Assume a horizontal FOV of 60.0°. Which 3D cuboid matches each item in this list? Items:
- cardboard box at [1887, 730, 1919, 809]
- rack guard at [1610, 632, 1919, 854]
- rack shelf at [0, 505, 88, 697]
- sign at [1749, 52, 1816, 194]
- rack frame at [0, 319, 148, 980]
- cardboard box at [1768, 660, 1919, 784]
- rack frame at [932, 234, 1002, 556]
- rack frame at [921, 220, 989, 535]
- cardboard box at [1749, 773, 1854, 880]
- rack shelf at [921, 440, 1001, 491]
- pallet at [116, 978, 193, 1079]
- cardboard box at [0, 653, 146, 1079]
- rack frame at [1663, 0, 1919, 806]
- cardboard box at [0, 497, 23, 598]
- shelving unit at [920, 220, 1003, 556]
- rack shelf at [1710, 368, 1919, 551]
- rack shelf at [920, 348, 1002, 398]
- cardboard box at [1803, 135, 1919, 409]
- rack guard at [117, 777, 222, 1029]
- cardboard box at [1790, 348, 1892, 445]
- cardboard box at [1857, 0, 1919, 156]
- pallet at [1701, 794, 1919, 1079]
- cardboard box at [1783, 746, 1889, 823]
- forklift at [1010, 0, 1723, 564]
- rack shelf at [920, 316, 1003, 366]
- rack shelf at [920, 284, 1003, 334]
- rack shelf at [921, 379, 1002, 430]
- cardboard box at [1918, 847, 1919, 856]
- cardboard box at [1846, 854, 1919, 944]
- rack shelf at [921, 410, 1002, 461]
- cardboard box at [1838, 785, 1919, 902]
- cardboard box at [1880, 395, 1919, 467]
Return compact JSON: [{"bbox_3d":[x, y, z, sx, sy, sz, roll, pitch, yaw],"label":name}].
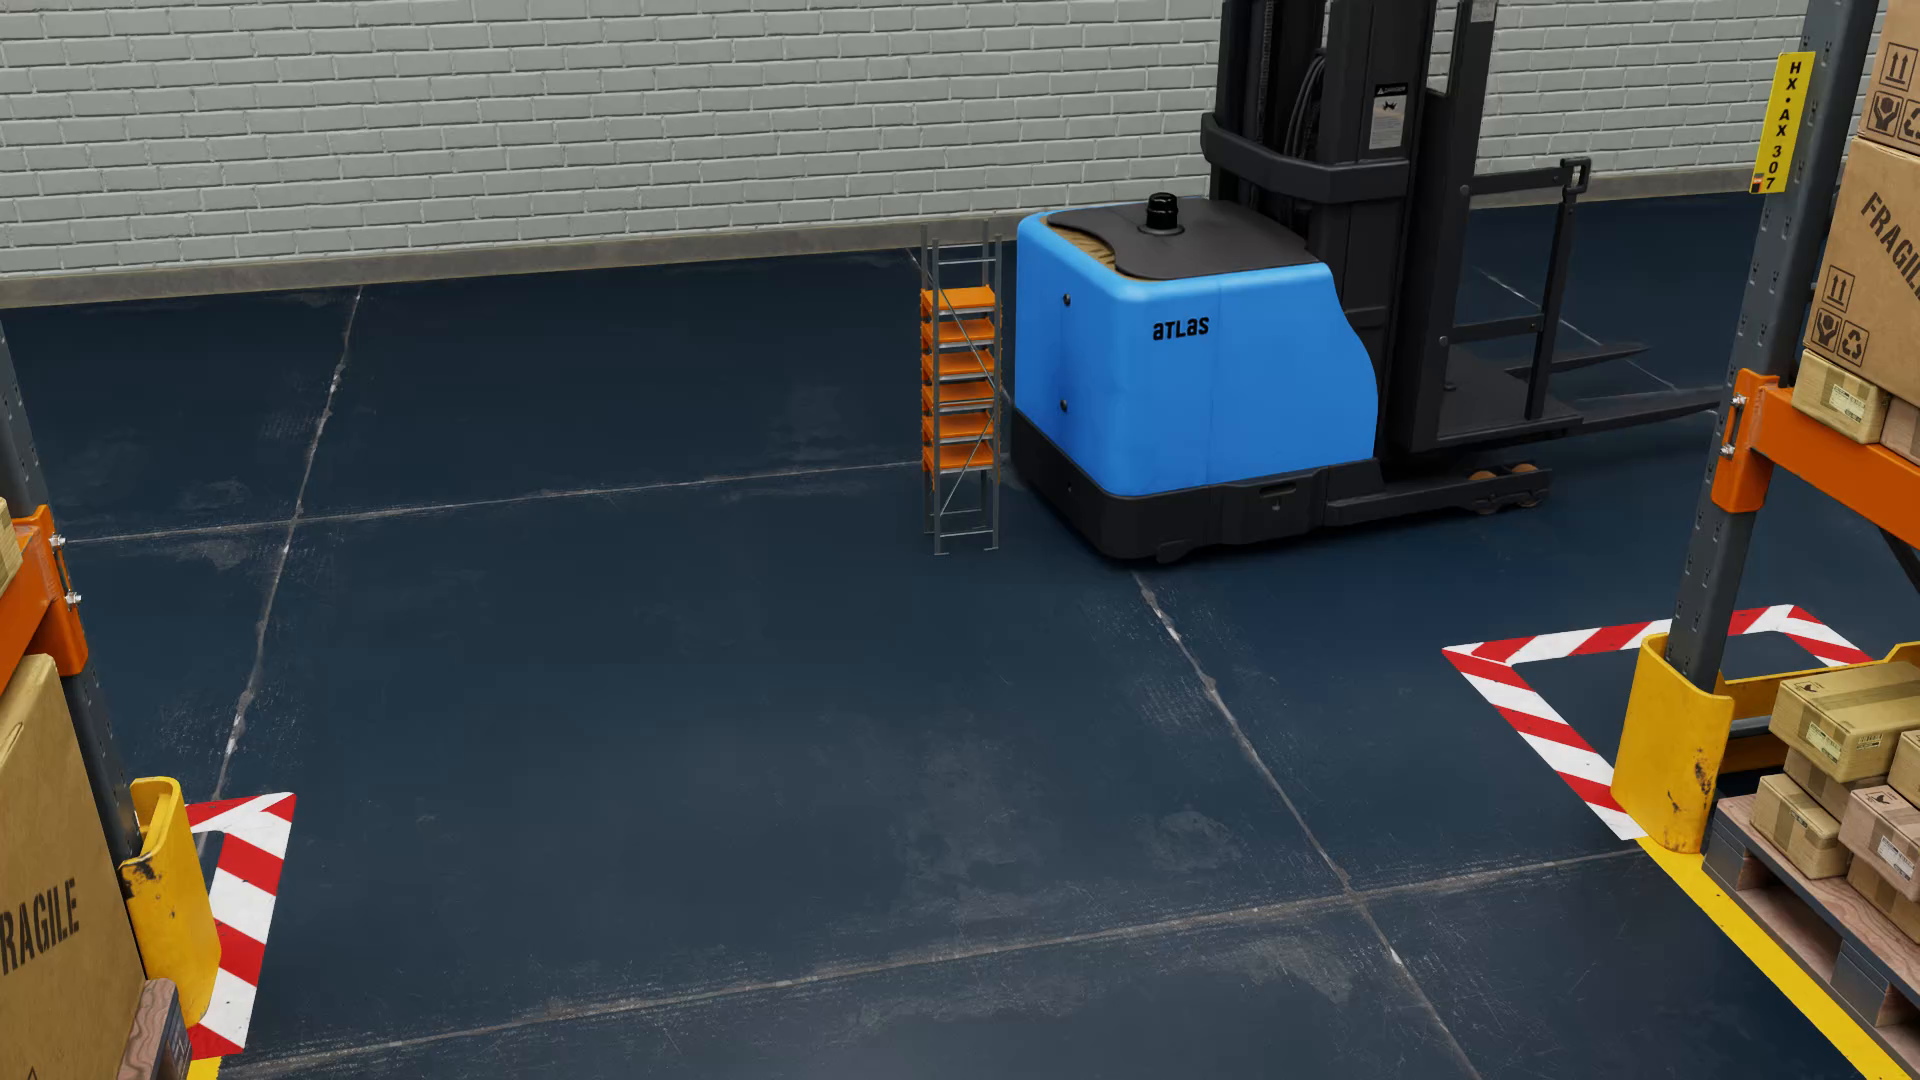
[{"bbox_3d":[2.420,0.551,3.867,0.380,0.149,0.250,-5,27,-11],"label":"cardboard box"},{"bbox_3d":[2.471,0.507,4.690,1.175,0.500,0.348,-6,27,-12],"label":"rack guard"},{"bbox_3d":[-1.951,1.017,1.705,1.077,0.370,4.000,-6,27,-12],"label":"rack shelf"},{"bbox_3d":[1.925,-0.973,3.888,0.100,0.325,0.005,-6,27,-12],"label":"sign"},{"bbox_3d":[-2.401,-0.183,3.283,1.000,3.000,0.127,-6,27,-12],"label":"rack frame"},{"bbox_3d":[2.241,0.442,4.082,0.380,0.149,0.250,-7,28,-14],"label":"cardboard box"},{"bbox_3d":[0.024,-0.489,5.887,0.240,1.200,0.006,-6,27,-12],"label":"rack frame"},{"bbox_3d":[-0.017,-0.569,6.047,0.240,1.200,0.006,-6,27,-12],"label":"rack frame"},{"bbox_3d":[2.260,0.706,4.220,0.380,0.149,0.250,-5,27,-11],"label":"cardboard box"},{"bbox_3d":[0.003,-0.275,6.095,0.258,0.103,0.180,-6,27,-12],"label":"rack shelf"},{"bbox_3d":[-2.145,1.405,3.231,1.003,0.211,1.213,-6,27,-12],"label":"pallet"},{"bbox_3d":[-2.179,0.851,3.126,0.875,0.875,0.875,-6,27,-12],"label":"cardboard box"},{"bbox_3d":[2.454,-0.642,4.193,1.000,3.000,0.127,-6,27,-12],"label":"rack frame"},{"bbox_3d":[-2.000,0.052,3.096,0.380,0.149,0.250,-5,27,-11],"label":"cardboard box"},{"bbox_3d":[0.003,-0.529,5.967,0.258,1.200,0.189,-6,27,-12],"label":"shelving unit"},{"bbox_3d":[2.904,0.557,2.615,1.077,0.370,4.000,-6,27,-12],"label":"rack shelf"},{"bbox_3d":[0.003,-0.597,5.933,0.258,0.103,0.180,-6,27,-12],"label":"rack shelf"},{"bbox_3d":[2.286,-0.594,3.657,0.500,0.500,0.500,-5,27,-9],"label":"cardboard box"},{"bbox_3d":[-2.407,0.923,3.867,1.175,0.500,0.348,-6,27,-12],"label":"rack guard"},{"bbox_3d":[2.207,-0.354,3.902,0.380,0.149,0.250,-6,27,-12],"label":"cardboard box"},{"bbox_3d":[2.296,-1.042,3.434,0.500,0.500,0.500,-6,27,-12],"label":"cardboard box"},{"bbox_3d":[2.619,0.997,4.041,1.003,0.211,1.213,-6,27,-12],"label":"pallet"},{"bbox_3d":[2.322,0.567,4.166,0.380,0.149,0.250,-5,27,-9],"label":"cardboard box"},{"bbox_3d":[1.776,-1.620,6.207,3.031,2.935,1.130,-9,28,-18],"label":"forklift"},{"bbox_3d":[0.003,-0.704,5.879,0.258,0.103,0.180,-6,27,-12],"label":"rack shelf"},{"bbox_3d":[0.003,-0.811,5.825,0.258,0.103,0.180,-6,27,-12],"label":"rack shelf"},{"bbox_3d":[0.003,-0.490,5.987,0.258,0.103,0.180,-6,27,-12],"label":"rack shelf"},{"bbox_3d":[2.352,0.675,3.622,0.380,0.149,0.250,-6,27,-12],"label":"cardboard box"},{"bbox_3d":[2.399,0.812,4.009,0.380,0.149,0.250,-6,27,-12],"label":"cardboard box"},{"bbox_3d":[0.003,-0.382,6.041,0.258,0.103,0.180,-6,27,-12],"label":"rack shelf"},{"bbox_3d":[2.328,0.693,3.917,0.380,0.149,0.250,-6,27,-12],"label":"cardboard box"},{"bbox_3d":[2.305,-0.247,3.689,0.380,0.149,0.250,-5,27,-10],"label":"cardboard box"}]
